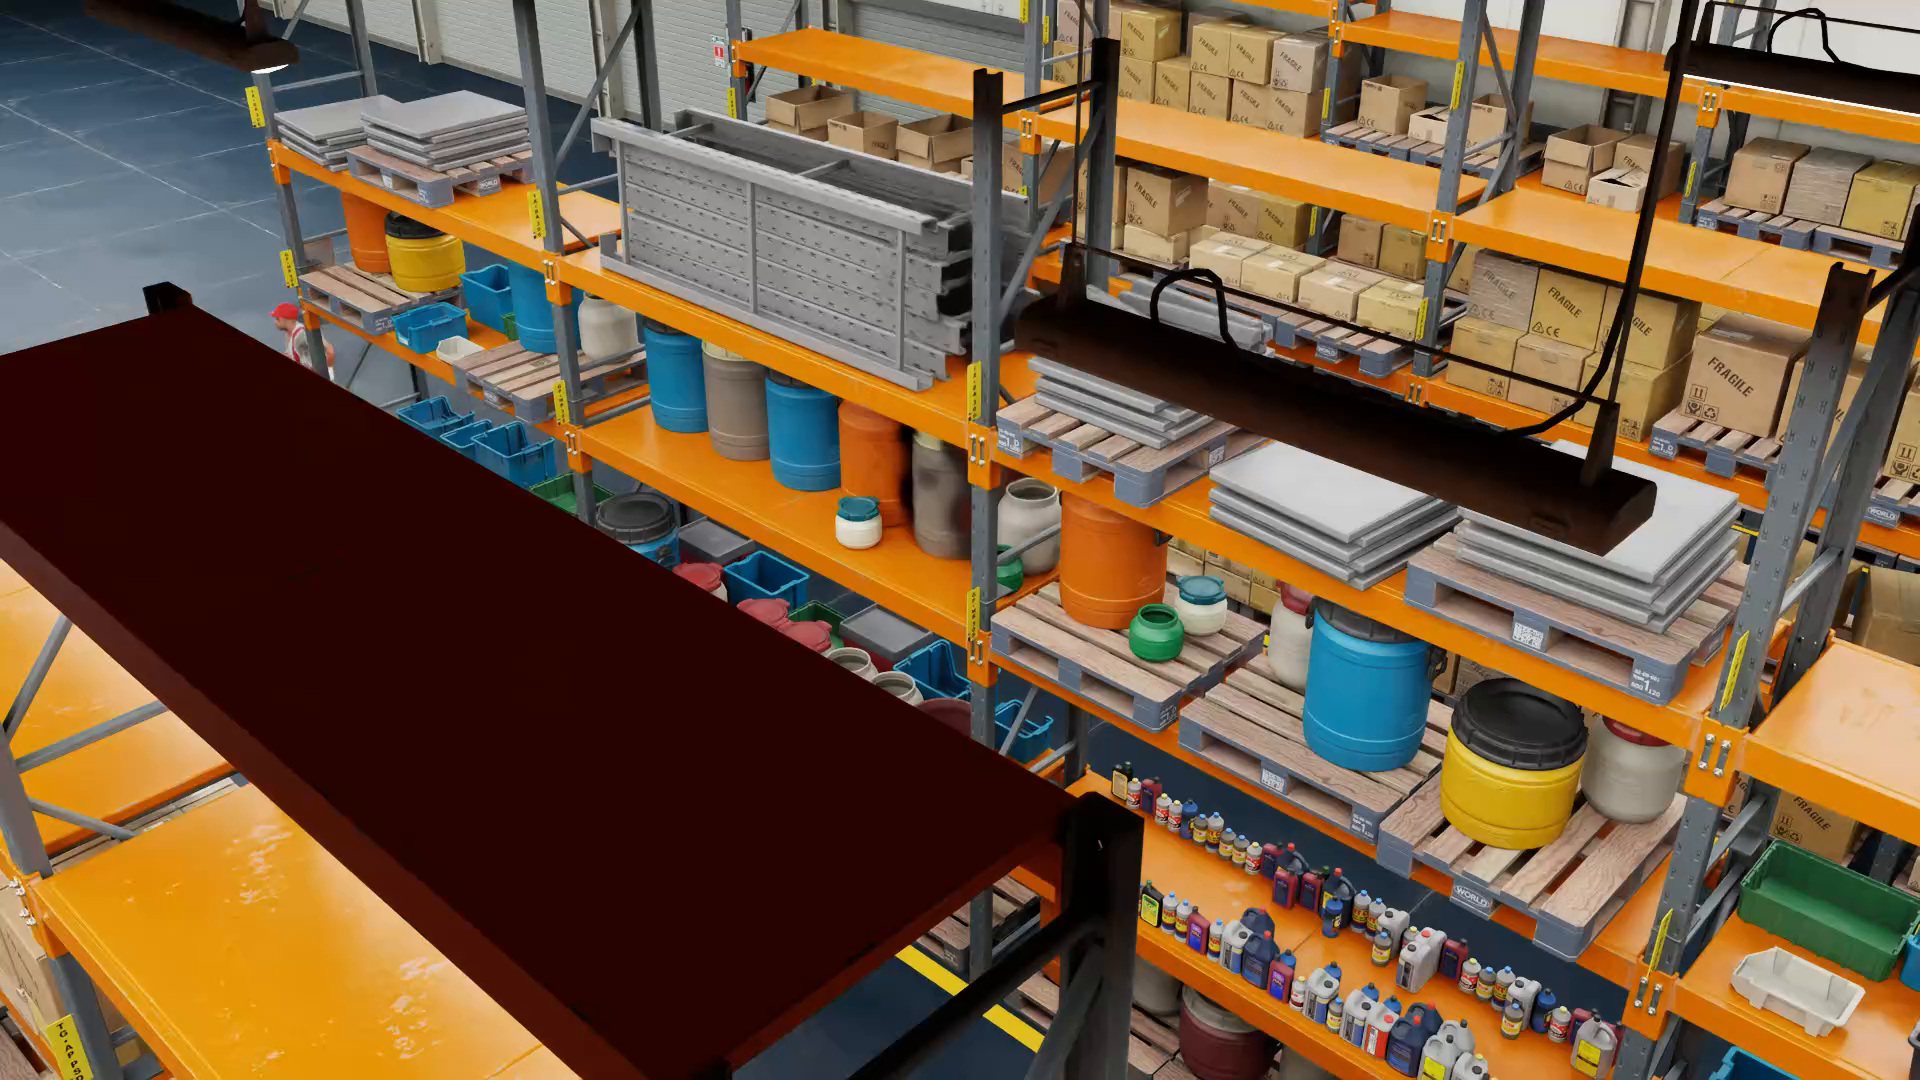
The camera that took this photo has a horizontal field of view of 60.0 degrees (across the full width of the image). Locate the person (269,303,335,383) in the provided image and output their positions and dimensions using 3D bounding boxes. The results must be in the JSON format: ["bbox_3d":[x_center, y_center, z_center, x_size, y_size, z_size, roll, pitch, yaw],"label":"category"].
[{"bbox_3d":[-6.757,-1.684,17.439,0.972,1.723,0.620,-12,31,-20],"label":"person"}]
